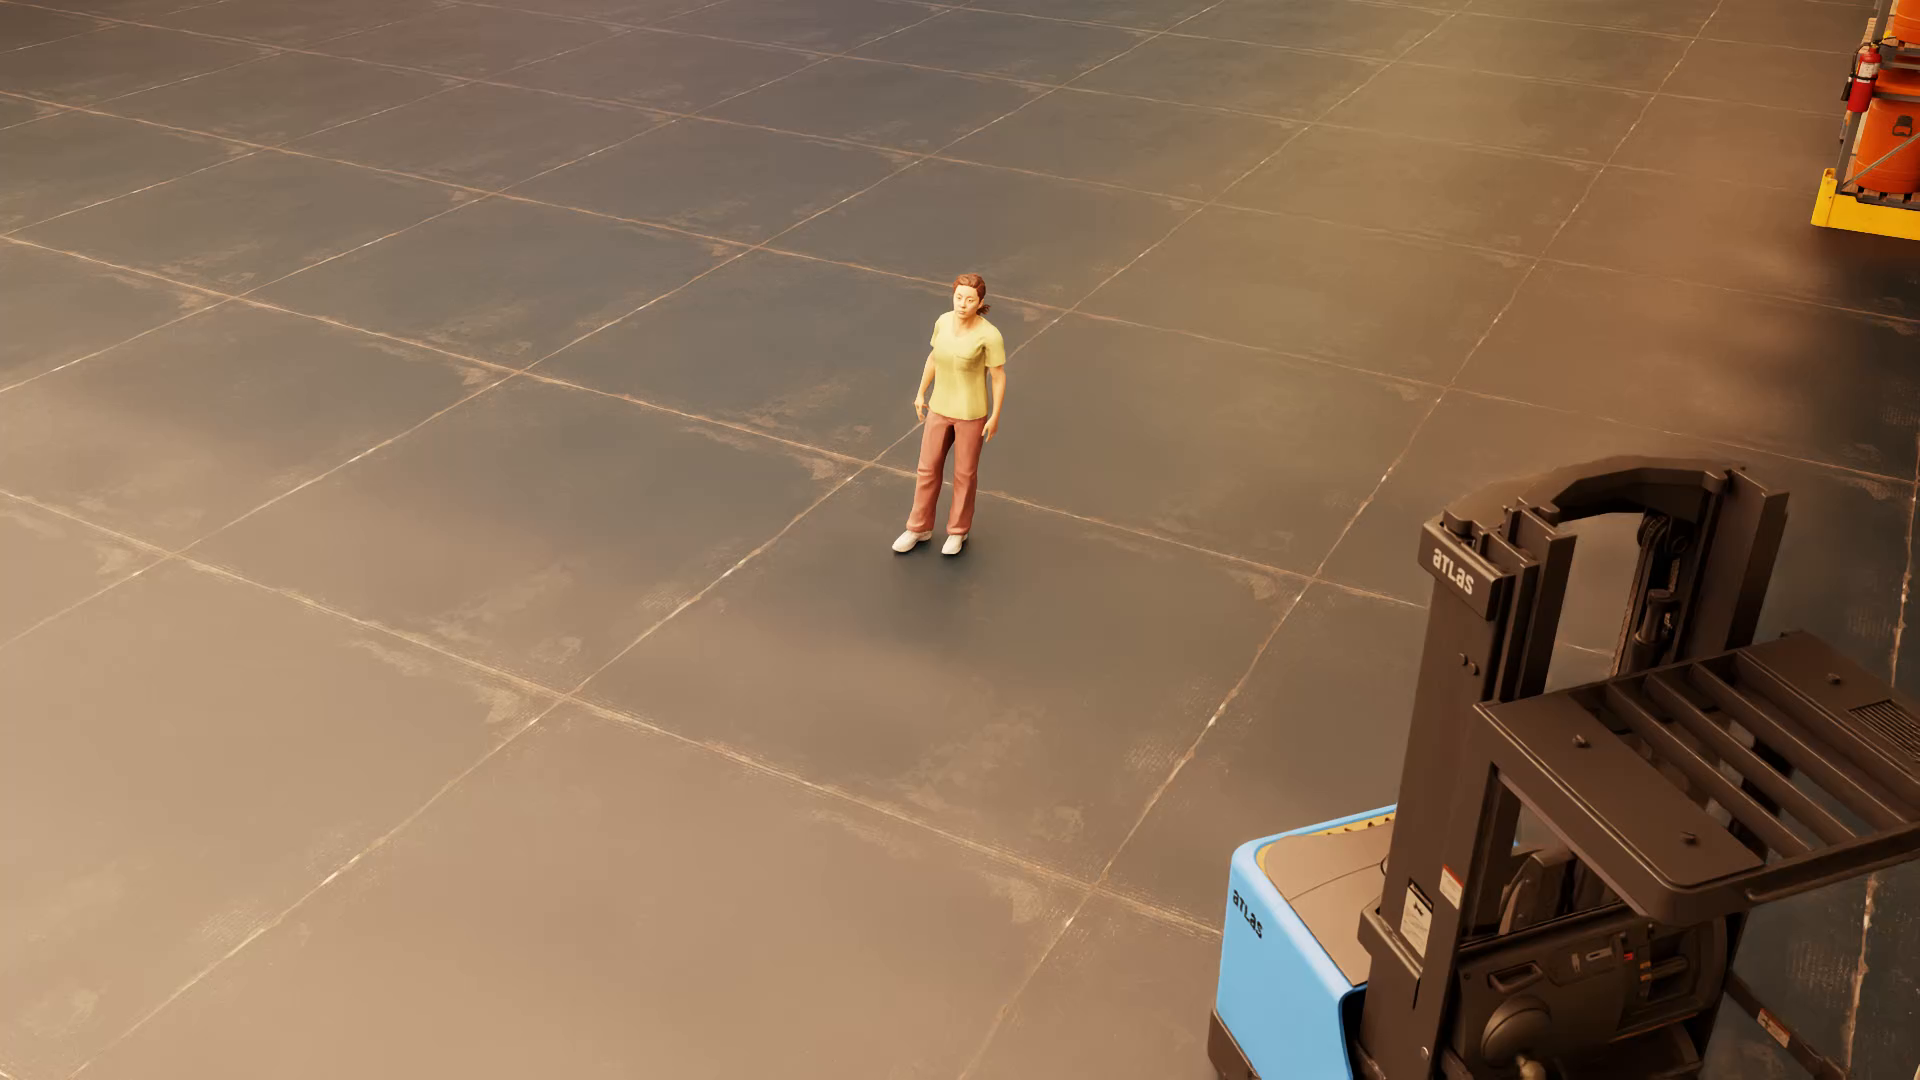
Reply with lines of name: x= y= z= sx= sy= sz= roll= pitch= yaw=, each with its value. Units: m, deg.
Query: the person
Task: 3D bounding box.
person: x=-0.046 y=-0.703 z=9.529 sx=0.553 sy=1.676 sz=0.549 roll=15 pitch=33 yaw=25

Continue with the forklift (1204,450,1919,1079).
forklift: x=1.926 y=1.352 z=4.728 sx=1.130 sy=2.935 sz=3.031 roll=-10 pitch=32 yaw=-17
